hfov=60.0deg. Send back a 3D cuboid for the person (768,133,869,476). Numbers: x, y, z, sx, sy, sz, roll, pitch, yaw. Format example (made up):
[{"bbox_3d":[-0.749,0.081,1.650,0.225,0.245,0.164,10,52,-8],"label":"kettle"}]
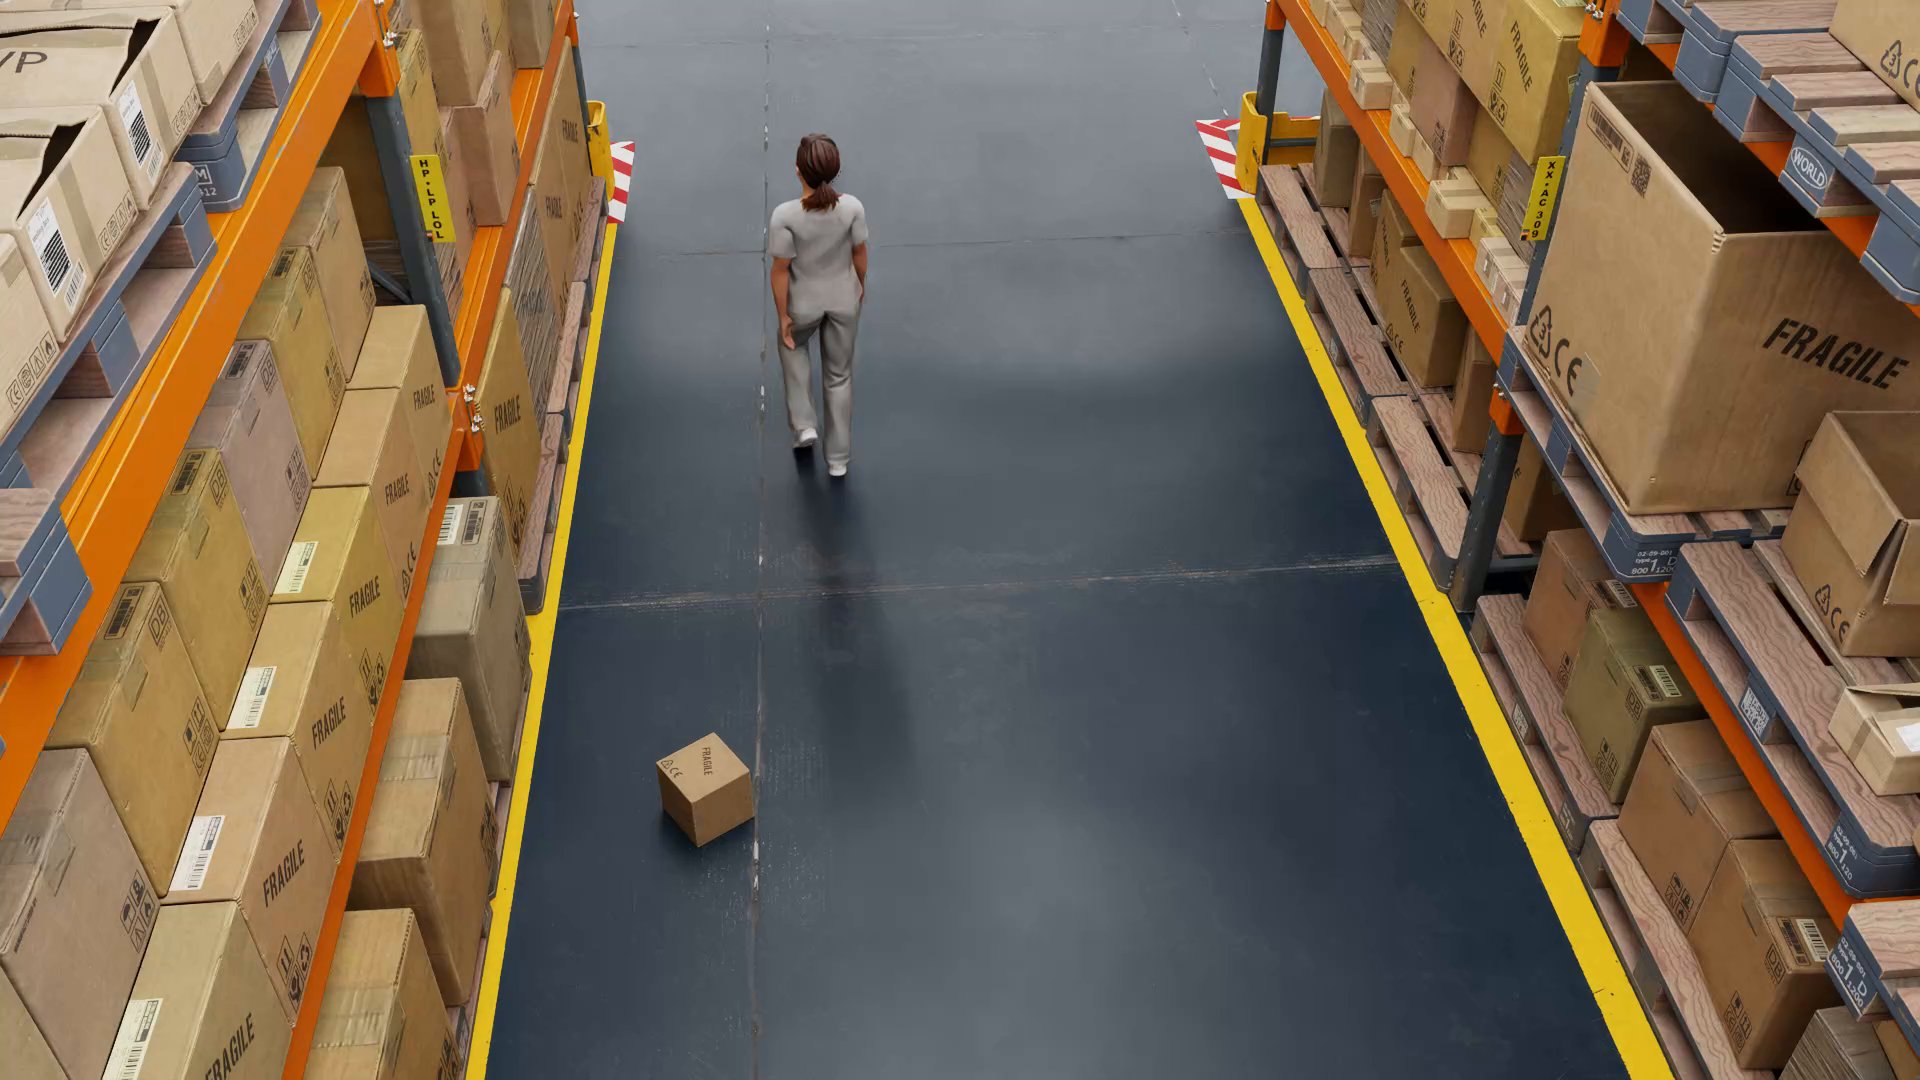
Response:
[{"bbox_3d":[-0.623,-1.053,7.452,0.445,1.705,0.481,-7,40,-8],"label":"person"}]
